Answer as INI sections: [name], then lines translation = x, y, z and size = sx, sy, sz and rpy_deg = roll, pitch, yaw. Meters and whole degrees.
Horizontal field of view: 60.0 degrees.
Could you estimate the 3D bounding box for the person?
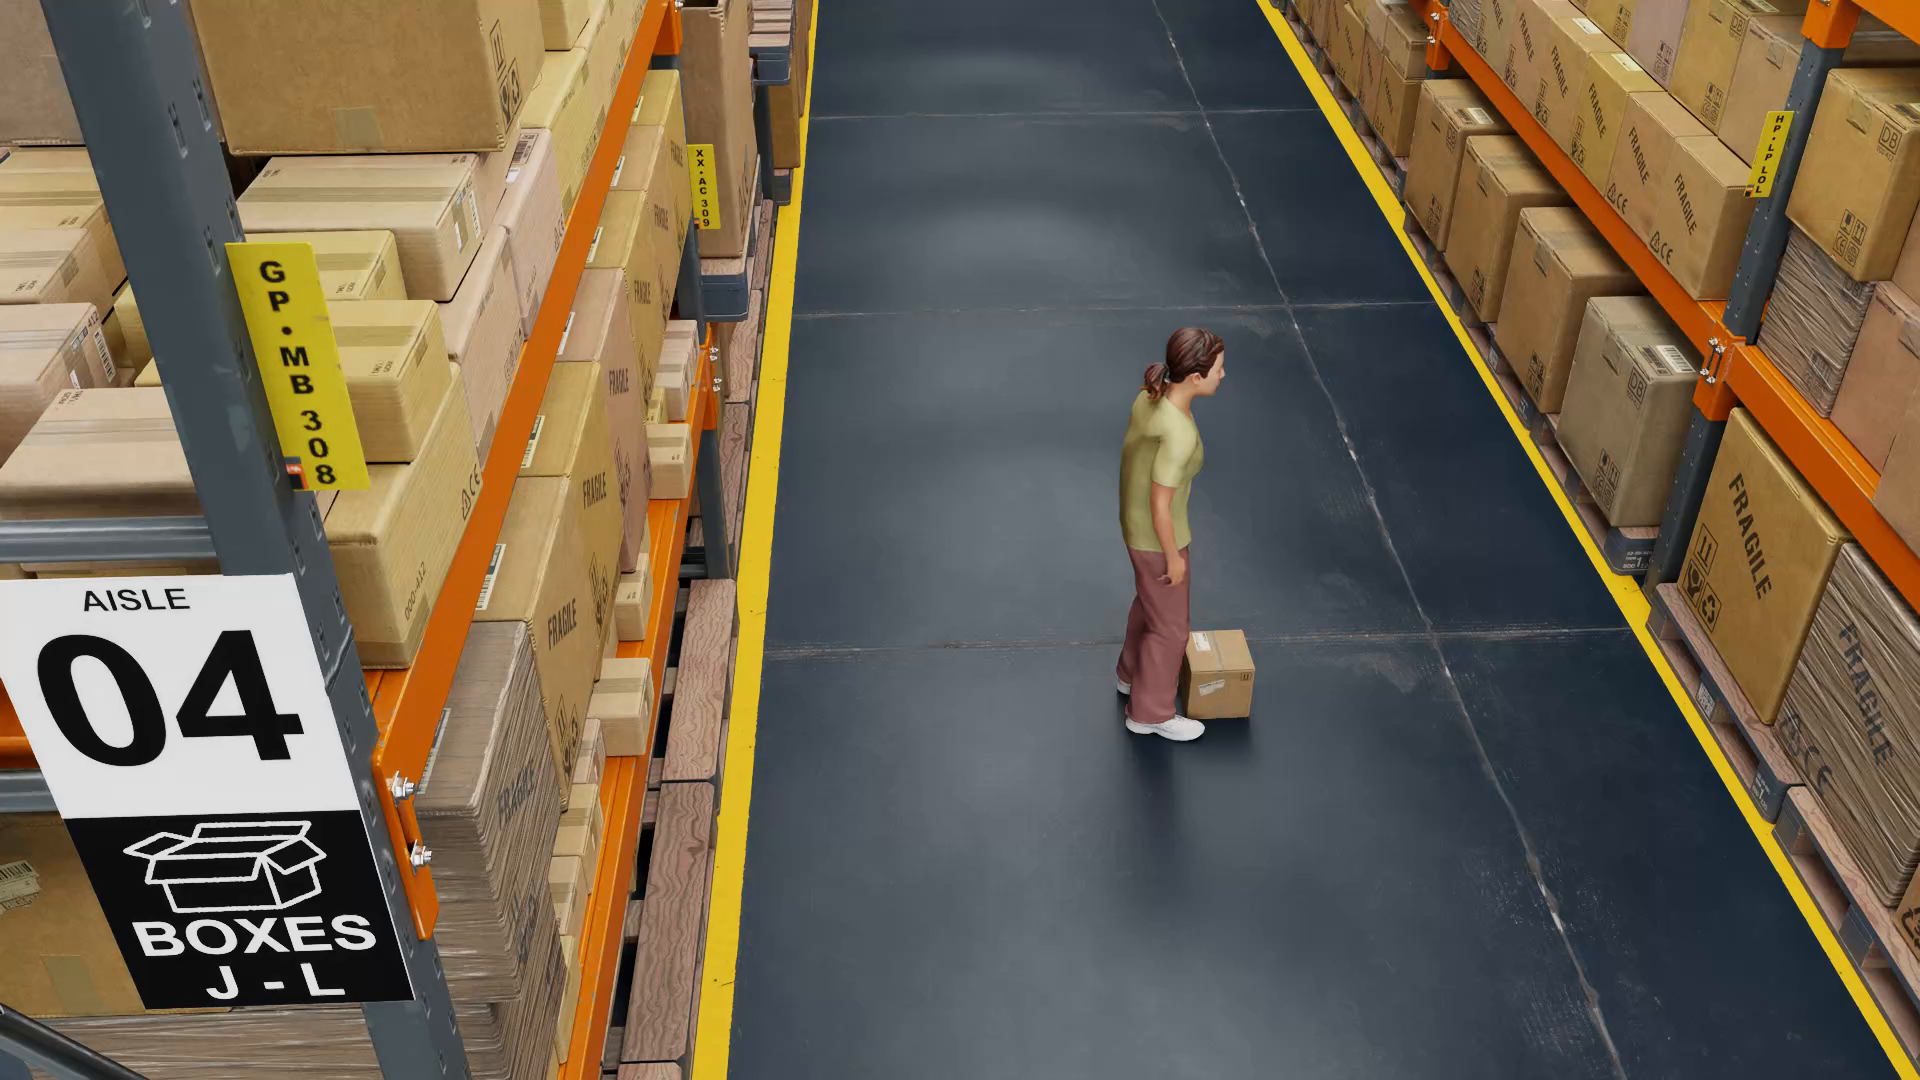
[person]
translation = 0.765, -0.031, 6.190
size = 0.360, 1.672, 0.496
rpy_deg = -2, 35, -3
